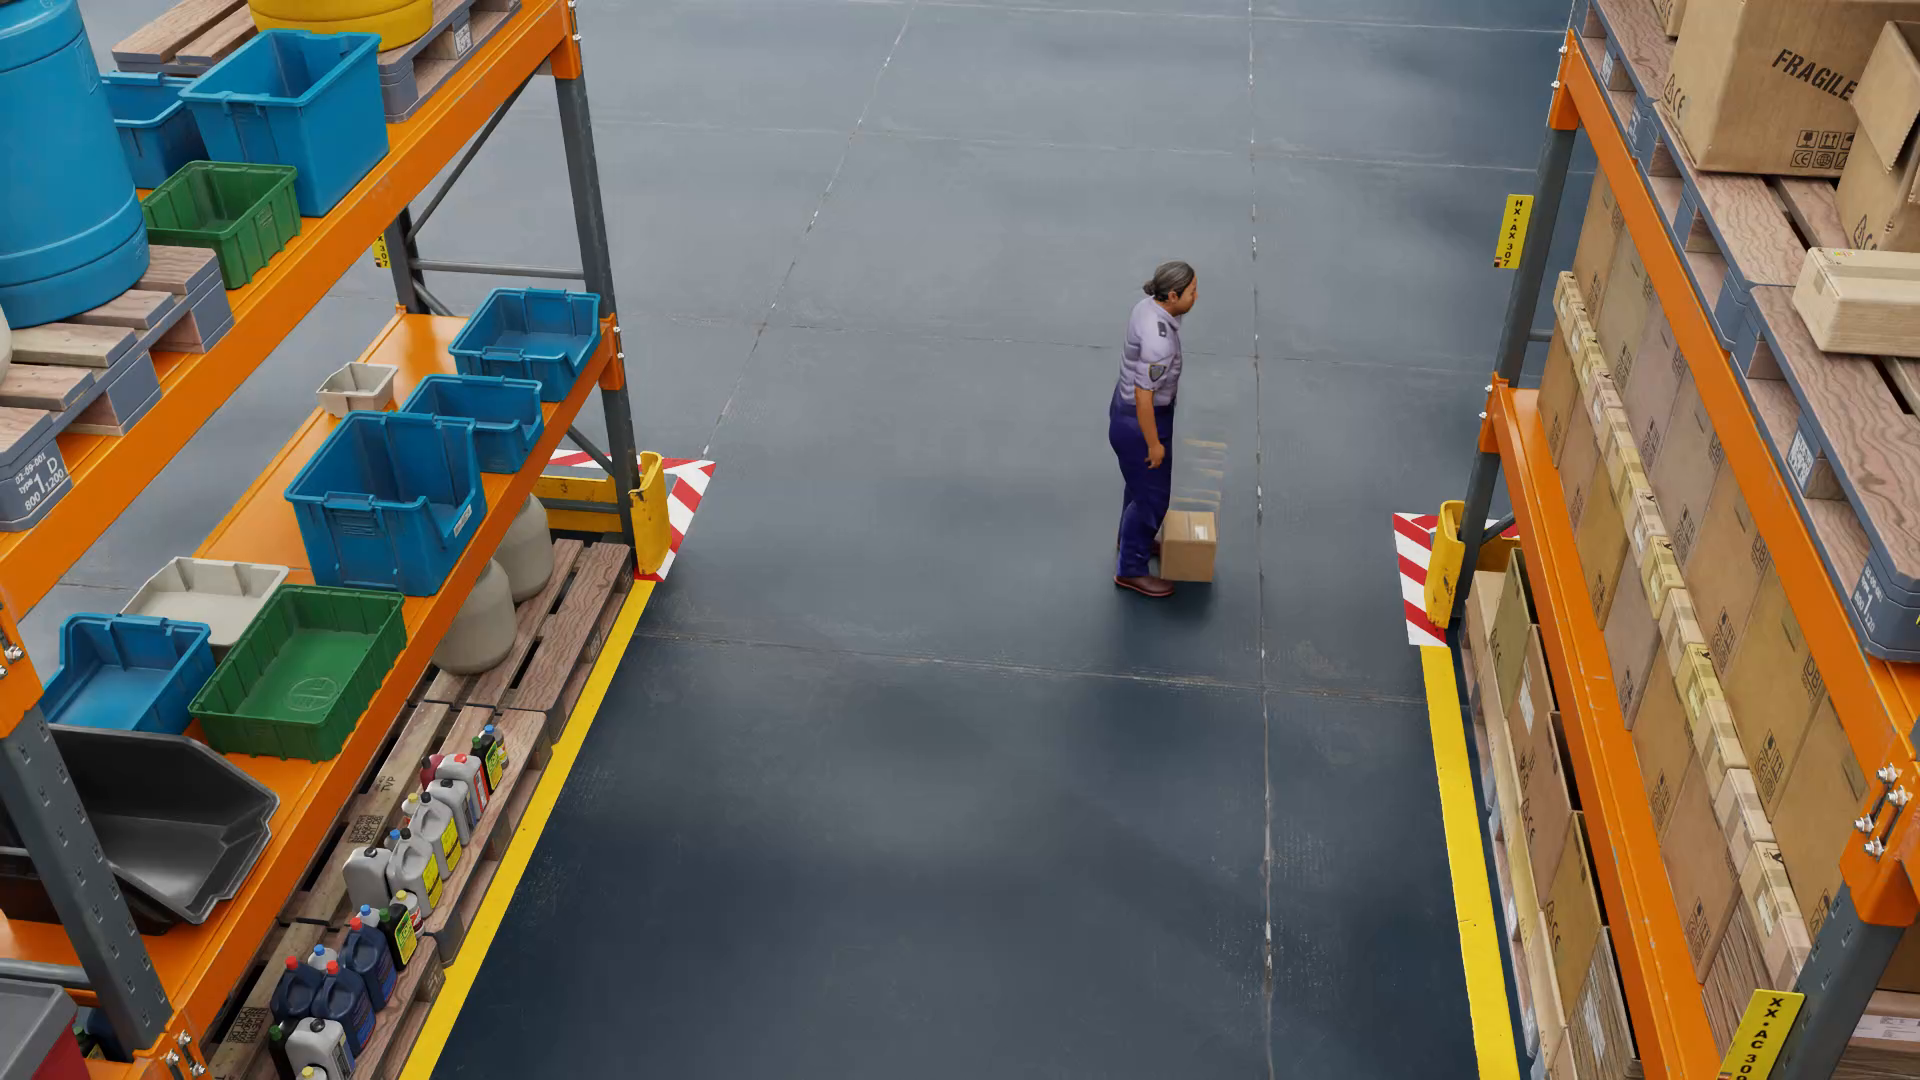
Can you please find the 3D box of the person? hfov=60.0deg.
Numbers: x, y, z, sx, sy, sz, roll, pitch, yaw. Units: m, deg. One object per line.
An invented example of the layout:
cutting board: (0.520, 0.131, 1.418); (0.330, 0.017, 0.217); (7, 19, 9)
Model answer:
person: (0.886, -0.546, 7.788); (0.376, 1.650, 0.549); (3, 36, 4)
